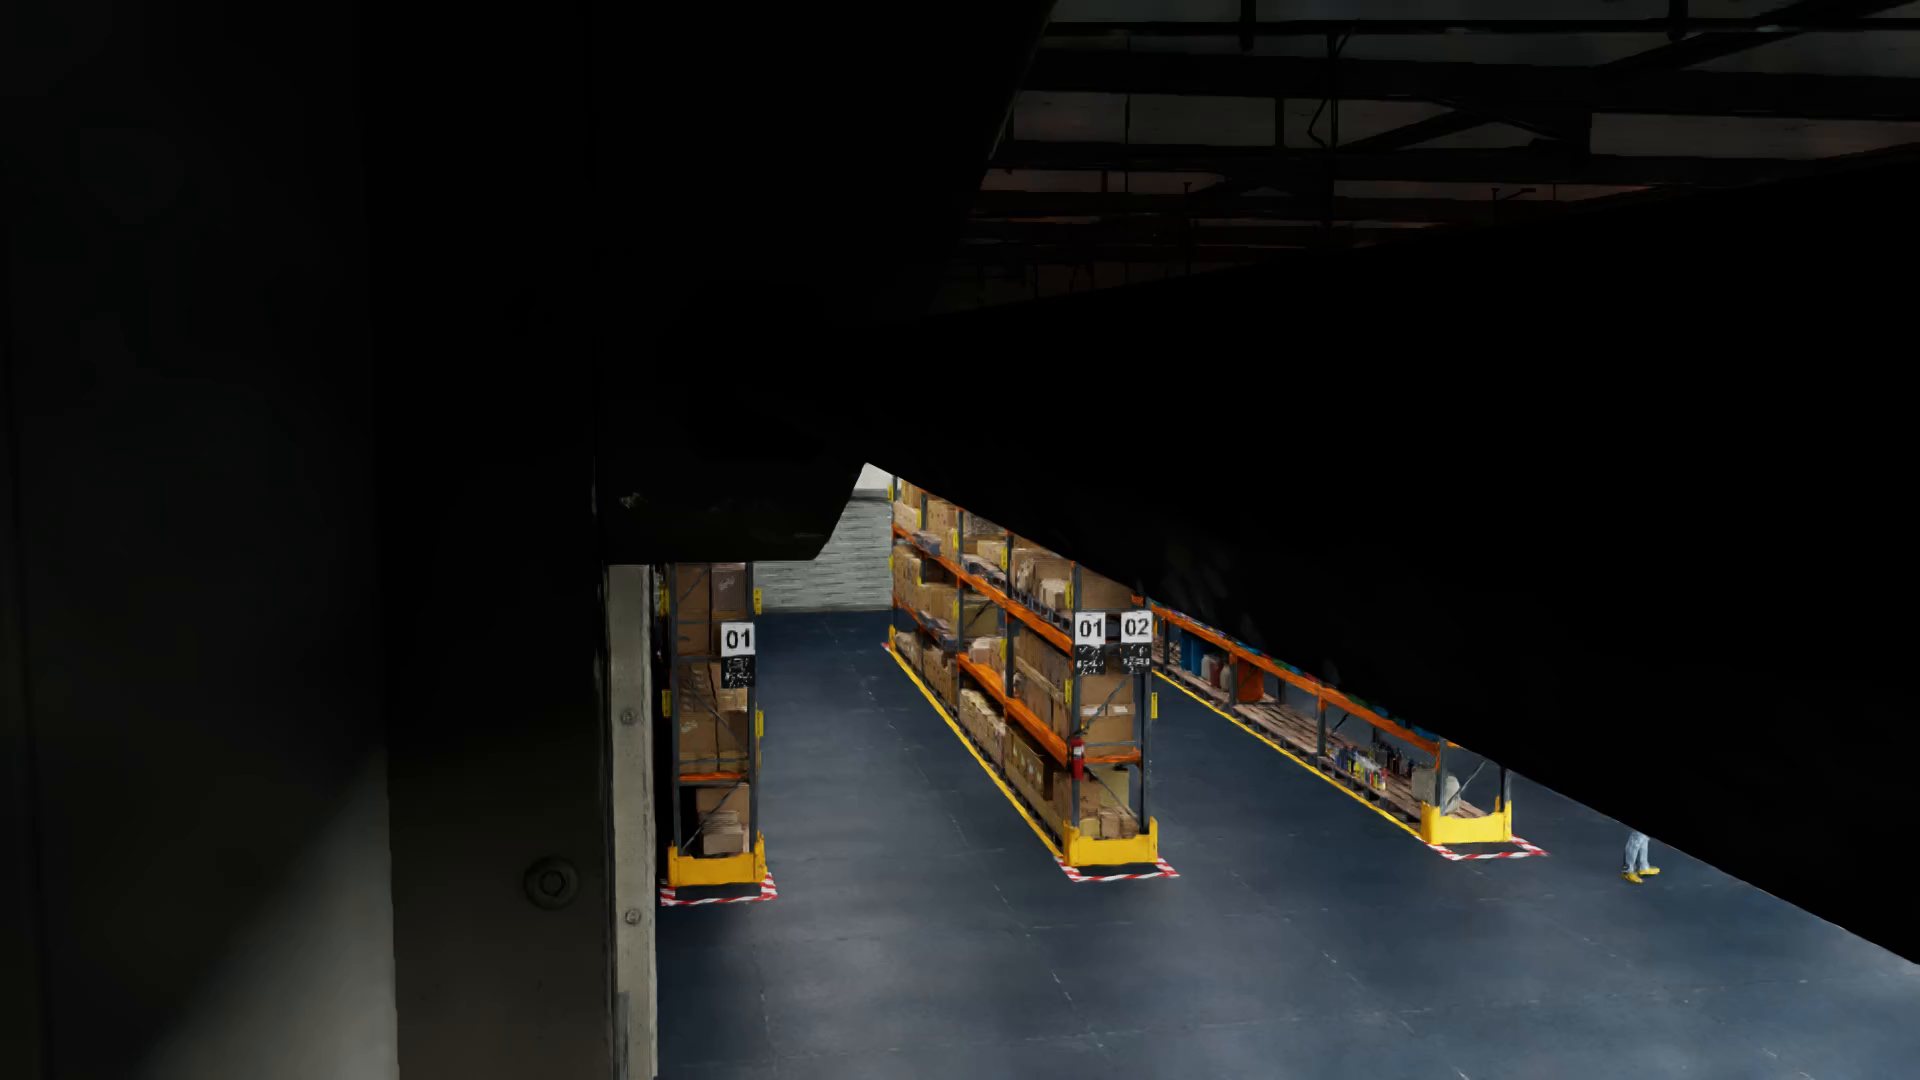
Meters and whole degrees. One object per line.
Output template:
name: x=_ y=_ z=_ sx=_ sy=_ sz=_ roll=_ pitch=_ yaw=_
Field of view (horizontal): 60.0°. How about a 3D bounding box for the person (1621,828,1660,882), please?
person: x=8.350 y=3.259 z=20.286 sx=0.479 sy=1.772 sz=0.649 roll=2 pitch=6 yaw=16
